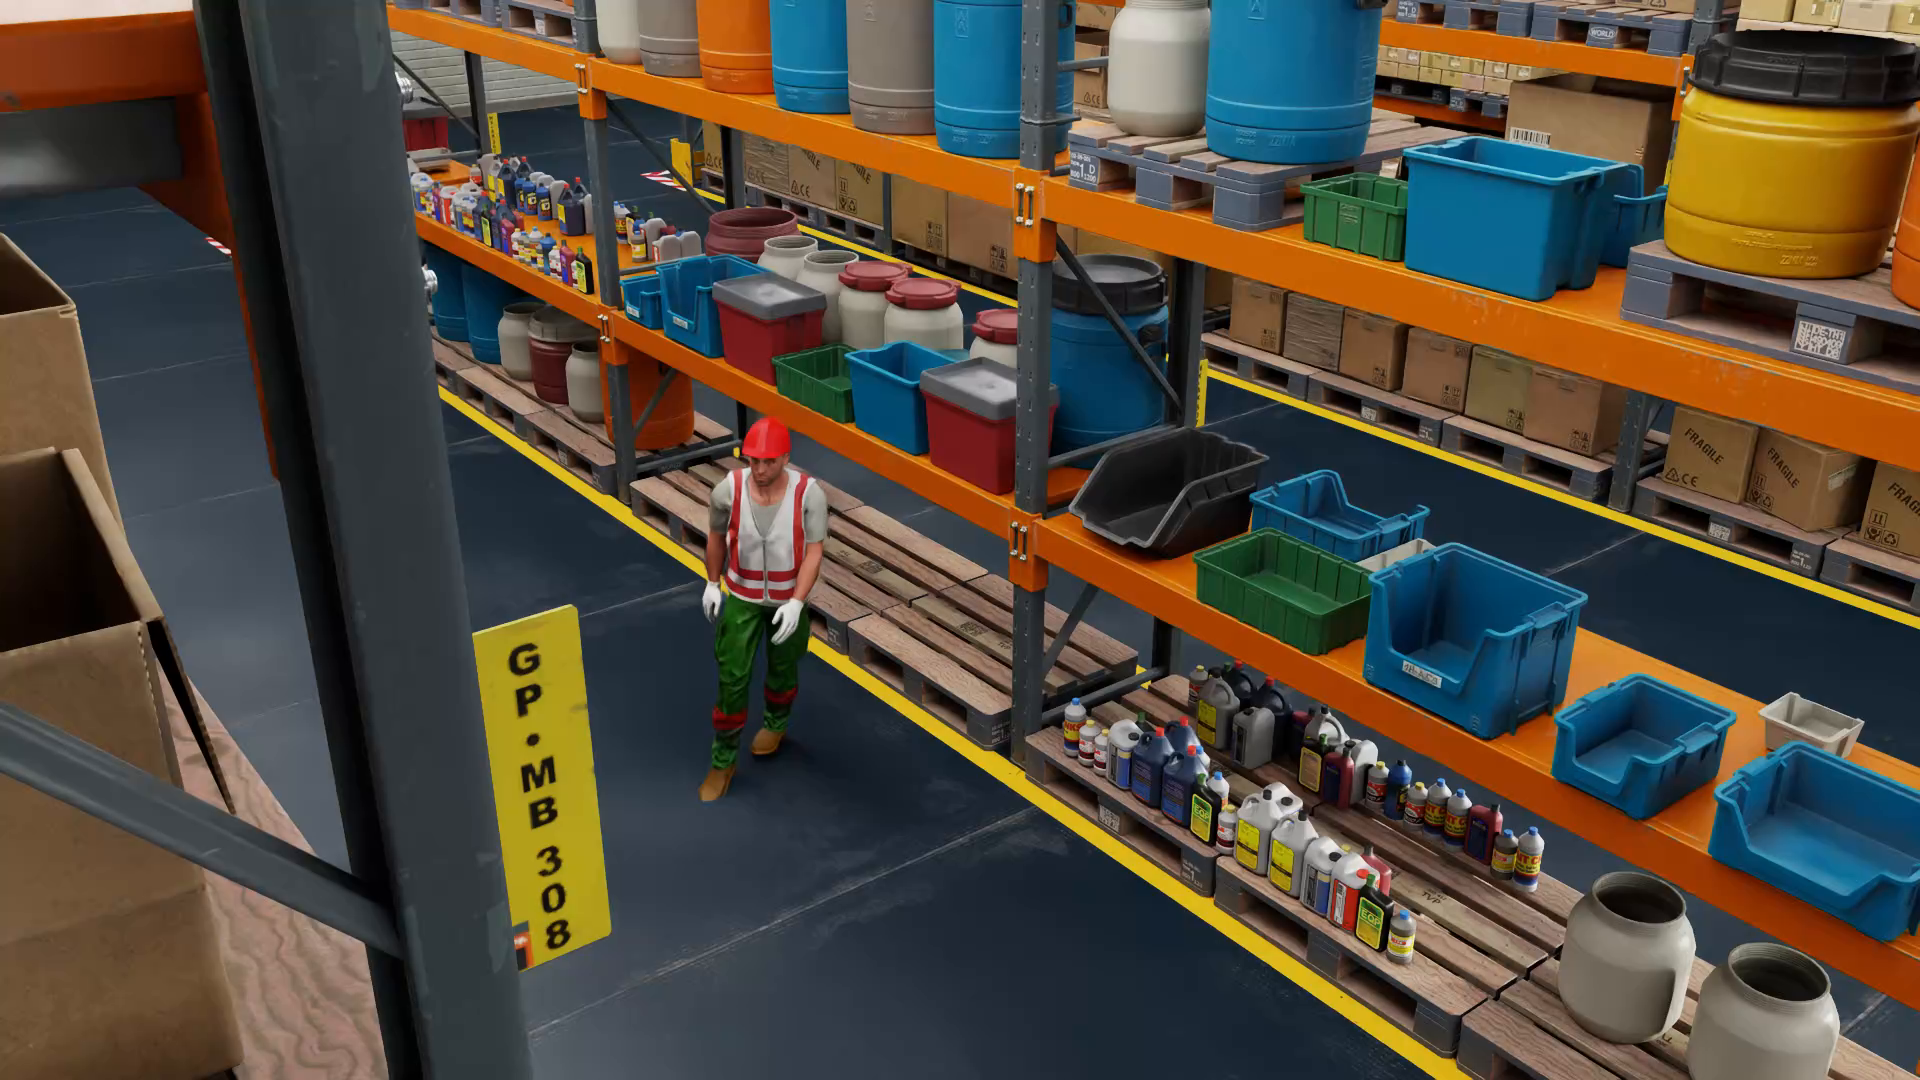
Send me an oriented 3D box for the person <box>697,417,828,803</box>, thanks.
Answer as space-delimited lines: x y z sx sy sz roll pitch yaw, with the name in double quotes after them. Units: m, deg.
-0.898 0.280 7.510 0.637 1.816 0.621 0 24 -1 "person"
